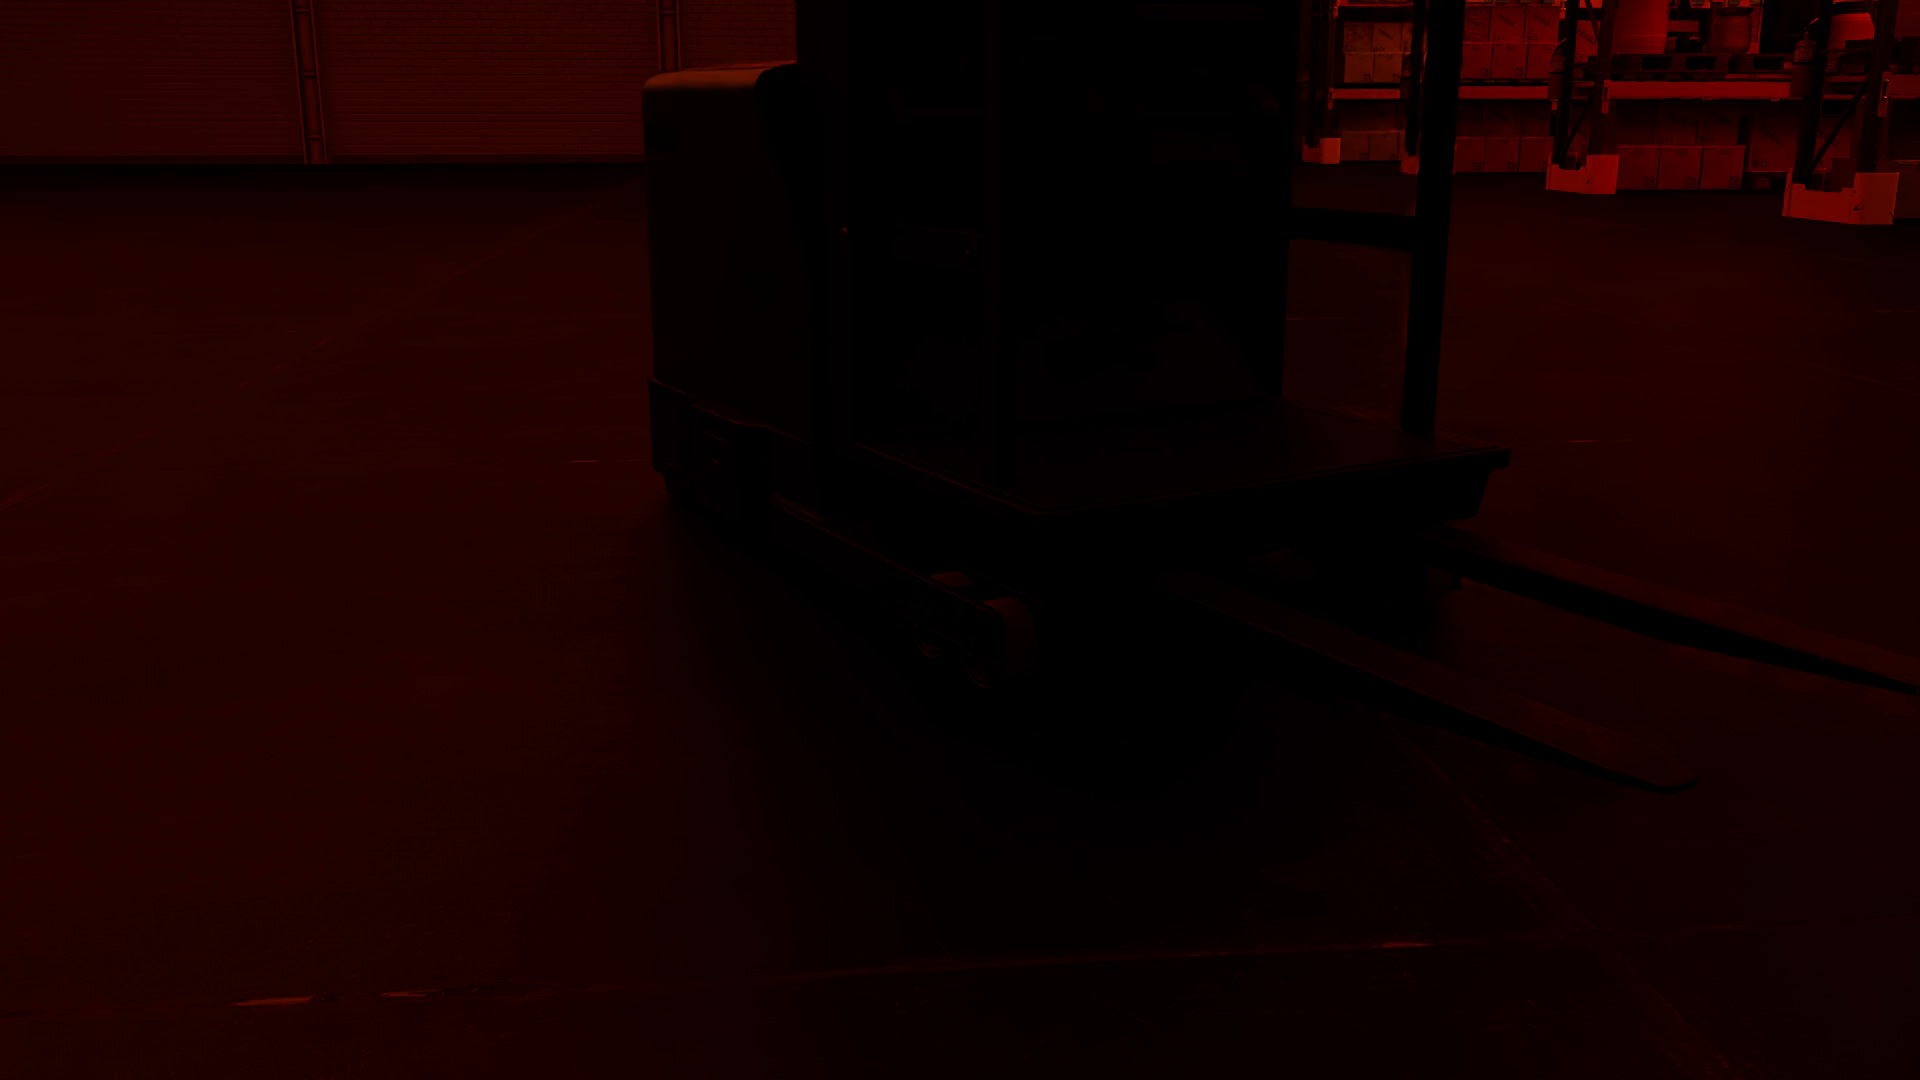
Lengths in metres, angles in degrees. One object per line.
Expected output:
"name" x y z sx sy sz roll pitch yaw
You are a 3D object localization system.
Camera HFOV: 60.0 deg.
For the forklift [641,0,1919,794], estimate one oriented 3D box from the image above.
"forklift" 0.362 -1.285 3.058 1.130 2.935 3.031 -8 17 -29
